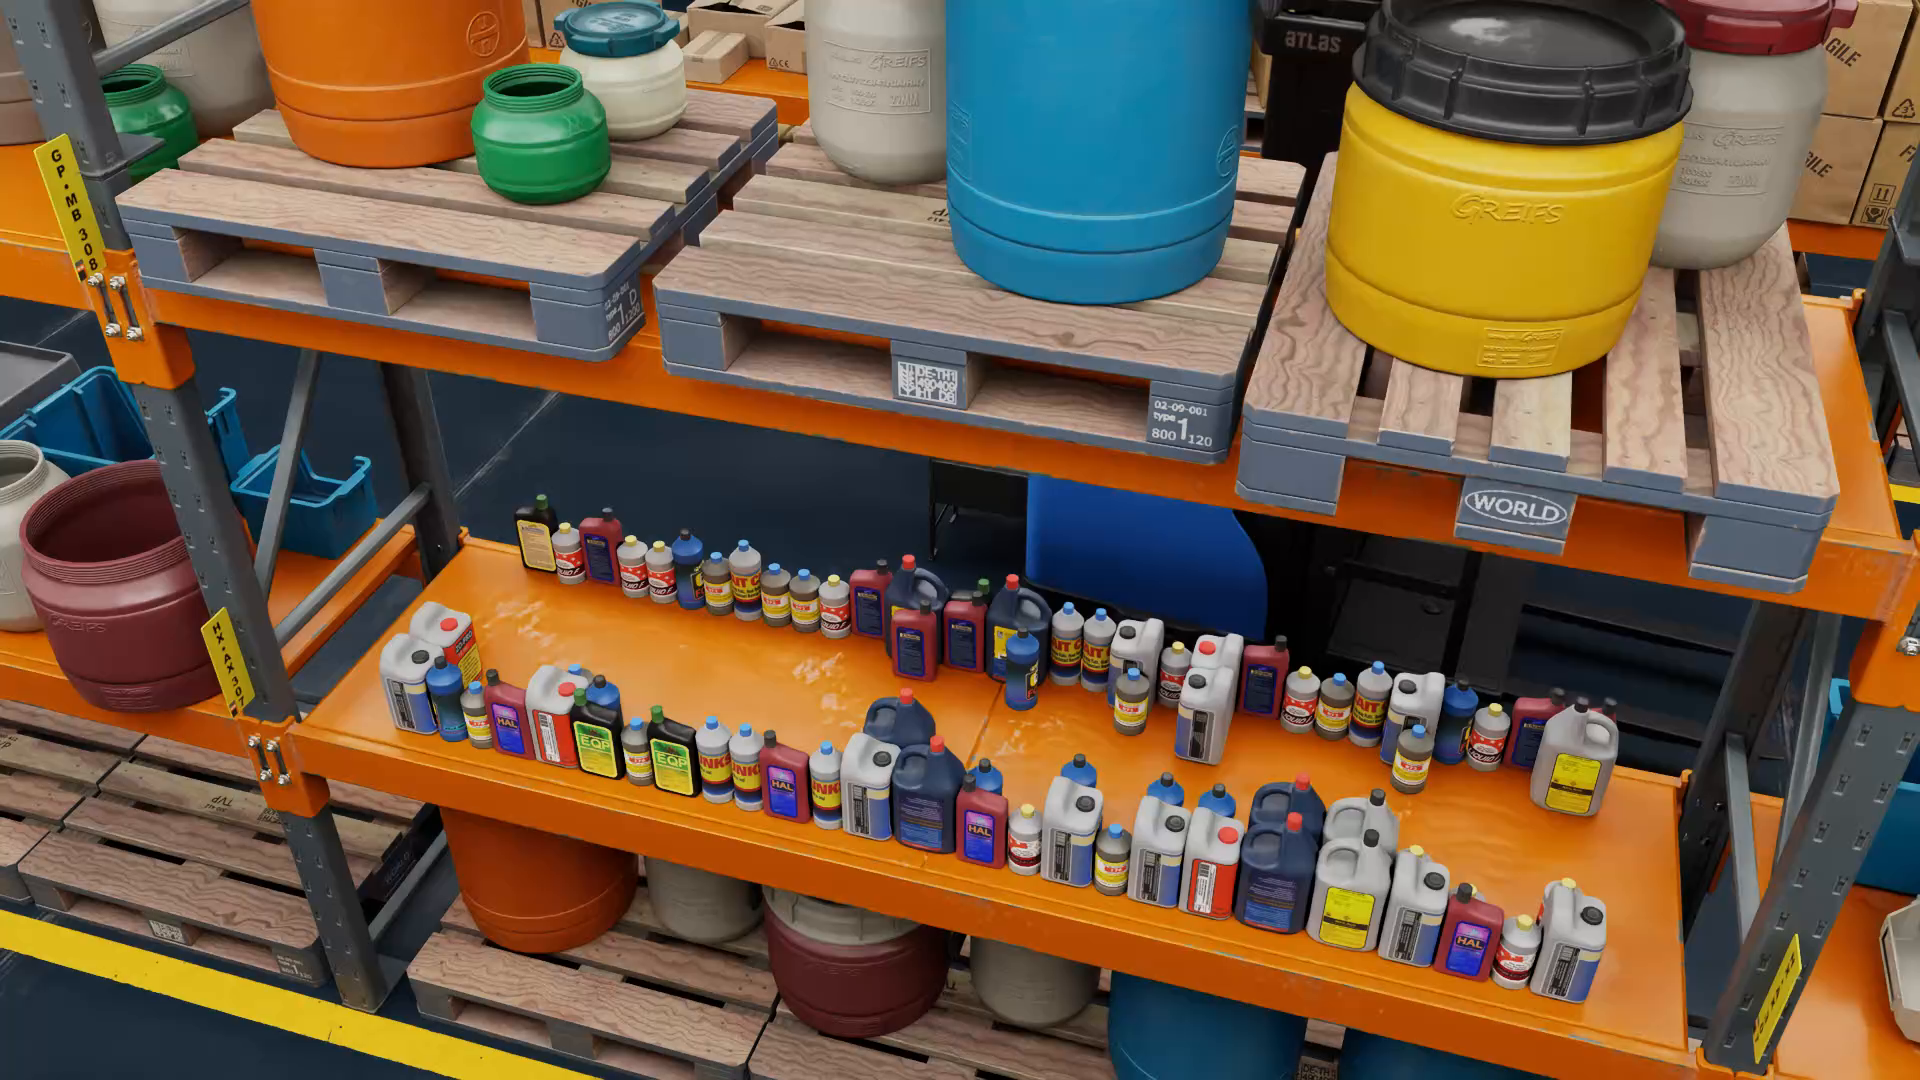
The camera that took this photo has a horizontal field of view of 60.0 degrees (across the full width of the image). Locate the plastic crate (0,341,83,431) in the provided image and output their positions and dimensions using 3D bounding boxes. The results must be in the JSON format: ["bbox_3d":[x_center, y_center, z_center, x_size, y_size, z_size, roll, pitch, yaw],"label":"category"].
[{"bbox_3d":[-3.324,-0.389,5.694,0.583,0.464,0.402,10,38,14],"label":"plastic crate"}]

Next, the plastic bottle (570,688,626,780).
[{"bbox_3d":[-1.000,0.533,4.594,0.133,0.283,0.061,10,38,14],"label":"plastic bottle"}]

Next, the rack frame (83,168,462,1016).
[{"bbox_3d":[-1.873,0.095,5.090,0.127,3.000,1.000,10,38,14],"label":"rack frame"}]

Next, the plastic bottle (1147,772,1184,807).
[{"bbox_3d":[0.533,0.716,4.355,0.097,0.271,0.097,0,36,0],"label":"plastic bottle"}]

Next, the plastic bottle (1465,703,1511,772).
[{"bbox_3d":[1.479,0.543,4.650,0.097,0.201,0.097,0,36,0],"label":"plastic bottle"}]

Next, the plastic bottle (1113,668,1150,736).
[{"bbox_3d":[0.492,0.454,4.770,0.097,0.201,0.097,0,36,0],"label":"plastic bottle"}]

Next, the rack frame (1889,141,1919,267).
[{"bbox_3d":[1.945,-1.614,2.351,0.127,3.000,1.000,10,38,14],"label":"rack frame"}]

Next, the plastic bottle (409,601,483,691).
[{"bbox_3d":[-1.511,0.319,4.891,0.135,0.276,0.152,10,38,14],"label":"plastic bottle"}]

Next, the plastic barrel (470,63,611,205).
[{"bbox_3d":[-0.930,-0.902,3.691,0.294,0.245,0.294,0,36,0],"label":"plastic barrel"}]

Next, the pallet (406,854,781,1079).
[{"bbox_3d":[-1.108,1.334,5.759,1.213,0.211,1.003,10,38,14],"label":"pallet"}]

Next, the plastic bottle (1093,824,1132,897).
[{"bbox_3d":[0.395,0.813,4.282,0.097,0.201,0.097,0,36,0],"label":"plastic bottle"}]

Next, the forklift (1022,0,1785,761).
[{"bbox_3d":[1.830,-0.701,6.230,3.031,2.935,1.130,14,39,18],"label":"forklift"}]

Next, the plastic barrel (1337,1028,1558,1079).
[{"bbox_3d":[1.431,1.373,4.770,0.708,0.901,0.600,10,38,14],"label":"plastic barrel"}]

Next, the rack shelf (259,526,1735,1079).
[{"bbox_3d":[0.036,0.739,4.823,4.000,0.370,1.077,10,38,14],"label":"rack shelf"}]

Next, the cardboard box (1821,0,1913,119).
[{"bbox_3d":[3.792,-2.200,7.281,0.500,0.500,0.500,11,38,15],"label":"cardboard box"}]

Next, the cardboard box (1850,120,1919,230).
[{"bbox_3d":[4.321,-1.707,7.454,0.500,0.500,0.500,11,38,15],"label":"cardboard box"}]

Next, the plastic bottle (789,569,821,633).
[{"bbox_3d":[-0.477,0.180,5.142,0.097,0.201,0.097,0,36,0],"label":"plastic bottle"}]

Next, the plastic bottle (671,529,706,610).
[{"bbox_3d":[-0.849,0.083,5.215,0.097,0.271,0.097,0,36,0],"label":"plastic bottle"}]

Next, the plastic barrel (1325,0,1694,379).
[{"bbox_3d":[1.013,-0.697,3.123,0.600,0.588,0.600,0,36,0],"label":"plastic barrel"}]

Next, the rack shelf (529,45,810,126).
[{"bbox_3d":[-2.301,-2.770,9.590,4.000,0.370,1.077,10,38,14],"label":"rack shelf"}]

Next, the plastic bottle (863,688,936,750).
[{"bbox_3d":[-0.164,0.540,4.527,0.185,0.351,0.144,10,38,14],"label":"plastic bottle"}]

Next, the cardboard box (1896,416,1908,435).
[{"bbox_3d":[4.591,-0.692,8.178,0.250,0.166,0.380,10,38,14],"label":"cardboard box"}]

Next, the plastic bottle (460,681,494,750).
[{"bbox_3d":[-1.361,0.488,4.724,0.097,0.201,0.097,0,36,0],"label":"plastic bottle"}]

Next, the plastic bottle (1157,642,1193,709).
[{"bbox_3d":[0.631,0.385,4.863,0.097,0.201,0.097,0,36,0],"label":"plastic bottle"}]

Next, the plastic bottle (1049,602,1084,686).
[{"bbox_3d":[0.316,0.299,4.922,0.097,0.271,0.097,0,36,0],"label":"plastic bottle"}]

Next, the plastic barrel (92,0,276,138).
[{"bbox_3d":[-2.078,-1.386,4.478,0.421,0.512,0.421,0,36,0],"label":"plastic barrel"}]

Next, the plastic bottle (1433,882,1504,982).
[{"bbox_3d":[1.238,0.948,4.030,0.133,0.283,0.061,10,38,14],"label":"plastic bottle"}]

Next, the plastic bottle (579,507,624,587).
[{"bbox_3d":[-1.139,0.013,5.300,0.133,0.283,0.061,10,38,14],"label":"plastic bottle"}]

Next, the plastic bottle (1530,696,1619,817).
[{"bbox_3d":[1.667,0.570,4.487,0.185,0.351,0.144,10,38,14],"label":"plastic bottle"}]

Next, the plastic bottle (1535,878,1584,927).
[{"bbox_3d":[1.492,0.922,4.135,0.097,0.201,0.097,0,36,0],"label":"plastic bottle"}]

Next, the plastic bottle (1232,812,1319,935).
[{"bbox_3d":[0.794,0.812,4.157,0.185,0.351,0.144,10,38,14],"label":"plastic bottle"}]

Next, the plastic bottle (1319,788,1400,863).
[{"bbox_3d":[1.013,0.763,4.224,0.185,0.351,0.144,10,38,14],"label":"plastic bottle"}]

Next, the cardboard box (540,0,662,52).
[{"bbox_3d":[-1.999,-3.034,9.258,0.500,0.500,0.500,9,37,11],"label":"cardboard box"}]

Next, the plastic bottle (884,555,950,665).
[{"bbox_3d":[-0.129,0.199,4.991,0.185,0.351,0.144,10,38,14],"label":"plastic bottle"}]

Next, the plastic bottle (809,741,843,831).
[{"bbox_3d":[-0.351,0.647,4.449,0.097,0.271,0.097,0,36,0],"label":"plastic bottle"}]

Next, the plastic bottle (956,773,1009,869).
[{"bbox_3d":[0.058,0.729,4.327,0.133,0.283,0.061,10,38,14],"label":"plastic bottle"}]

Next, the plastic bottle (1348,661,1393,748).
[{"bbox_3d":[1.165,0.456,4.708,0.097,0.271,0.097,0,36,0],"label":"plastic bottle"}]

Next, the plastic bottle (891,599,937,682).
[{"bbox_3d":[-0.135,0.289,4.926,0.133,0.283,0.061,10,38,14],"label":"plastic bottle"}]

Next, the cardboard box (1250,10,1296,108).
[{"bbox_3d":[1.721,-2.486,8.159,0.500,0.500,0.700,2,36,2],"label":"cardboard box"}]

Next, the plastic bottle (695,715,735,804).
[{"bbox_3d":[-0.665,0.589,4.528,0.097,0.271,0.097,0,36,0],"label":"plastic bottle"}]

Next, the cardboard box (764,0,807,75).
[{"bbox_3d":[-0.726,-2.760,9.044,0.500,0.311,0.500,13,38,17],"label":"cardboard box"}]

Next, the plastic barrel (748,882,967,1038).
[{"bbox_3d":[-0.323,1.174,5.305,0.708,0.588,0.600,10,38,14],"label":"plastic barrel"}]

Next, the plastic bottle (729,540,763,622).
[{"bbox_3d":[-0.663,0.118,5.168,0.097,0.271,0.097,0,36,0],"label":"plastic bottle"}]

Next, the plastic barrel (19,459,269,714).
[{"bbox_3d":[-2.406,0.130,4.928,0.708,0.536,0.600,10,38,14],"label":"plastic barrel"}]

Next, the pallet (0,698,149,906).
[{"bbox_3d":[-3.761,0.843,6.427,1.213,0.211,1.003,10,38,14],"label":"pallet"}]

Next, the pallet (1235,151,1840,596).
[{"bbox_3d":[1.168,-0.413,3.409,1.003,0.211,1.213,10,38,14],"label":"pallet"}]

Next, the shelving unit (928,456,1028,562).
[{"bbox_3d":[0.158,-0.816,7.088,0.503,2.100,0.431,10,38,14],"label":"shelving unit"}]

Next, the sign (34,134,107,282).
[{"bbox_3d":[-2.030,-0.758,3.807,0.005,0.325,0.100,10,38,14],"label":"sign"}]

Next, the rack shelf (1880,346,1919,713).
[{"bbox_3d":[3.854,0.238,2.973,4.000,0.370,1.077,10,38,14],"label":"rack shelf"}]

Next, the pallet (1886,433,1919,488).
[{"bbox_3d":[5.249,-0.540,8.306,1.213,0.211,1.003,10,38,14],"label":"pallet"}]
